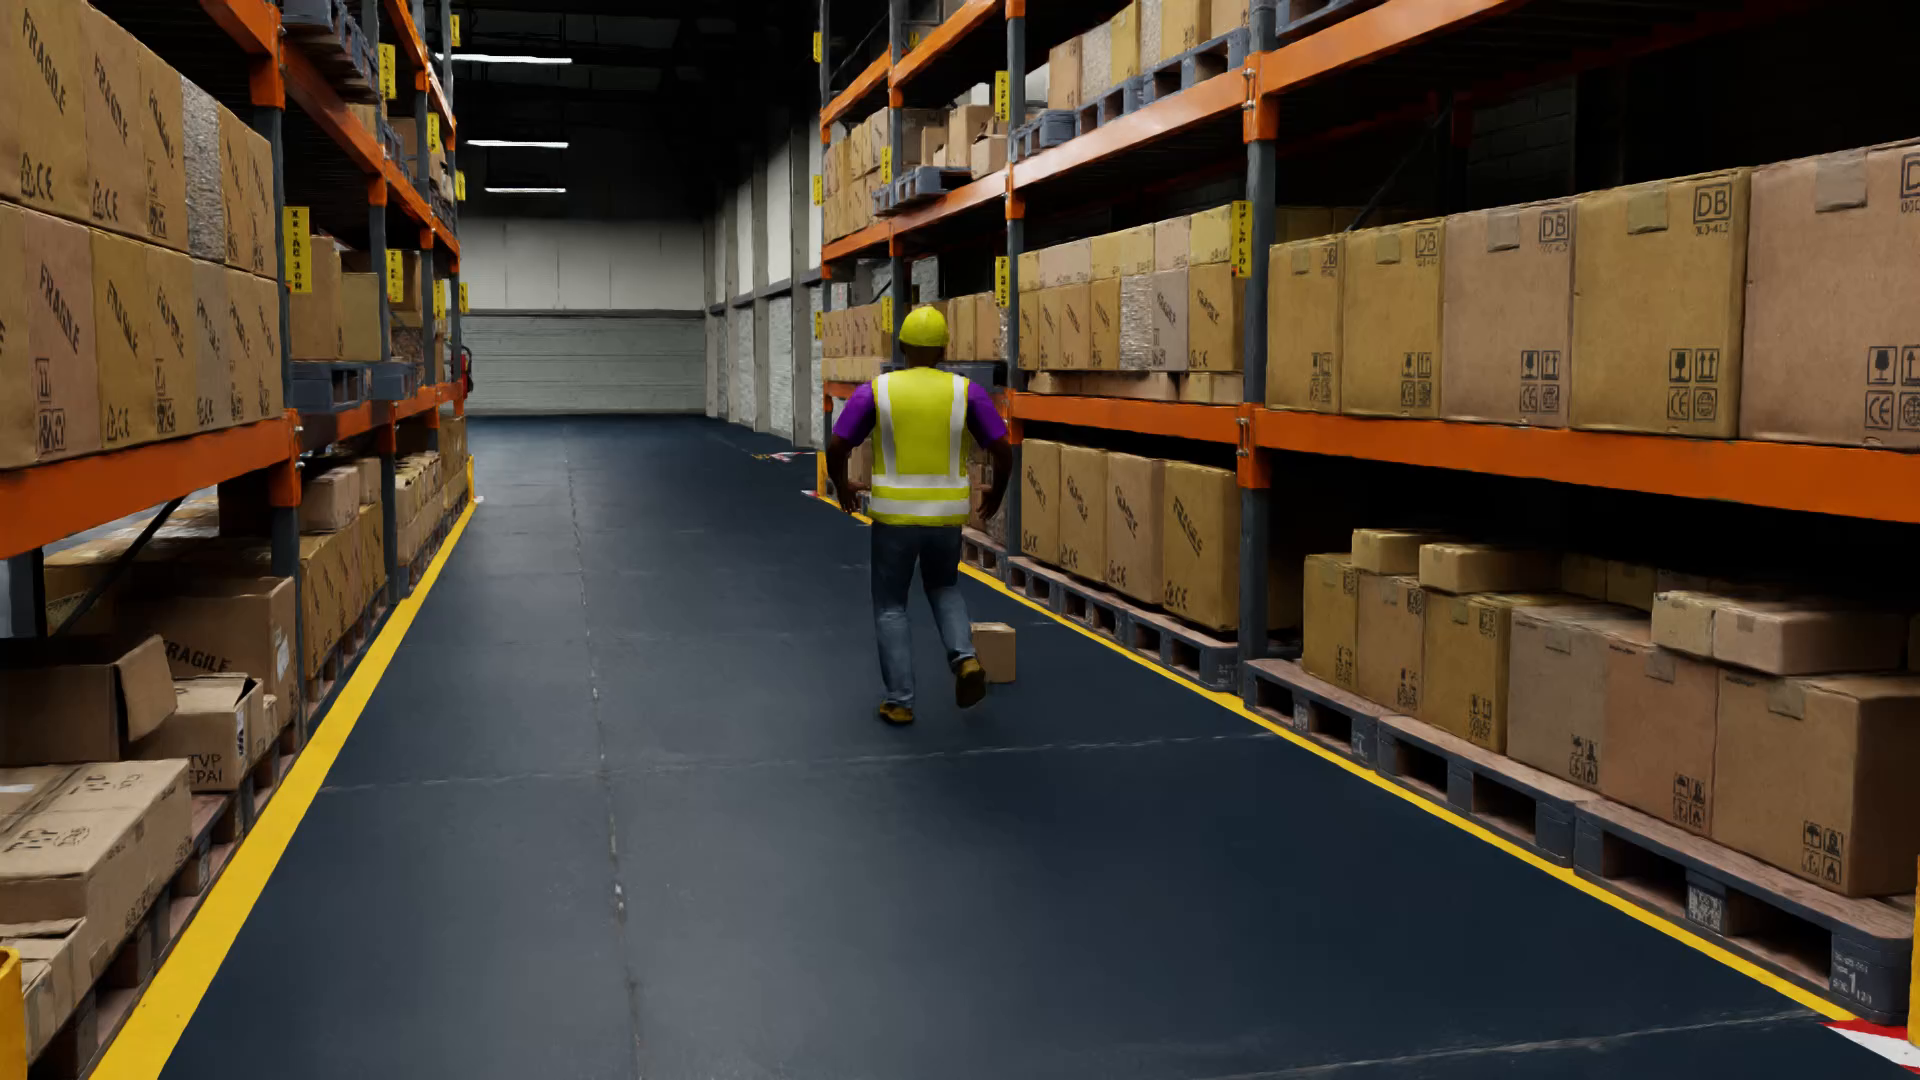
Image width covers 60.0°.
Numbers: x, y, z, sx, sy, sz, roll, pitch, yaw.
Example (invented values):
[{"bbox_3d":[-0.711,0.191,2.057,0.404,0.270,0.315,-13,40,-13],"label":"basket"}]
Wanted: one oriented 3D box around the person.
[{"bbox_3d":[-0.191,-0.104,6.970,0.766,1.737,0.518,-1,6,-13],"label":"person"}]
